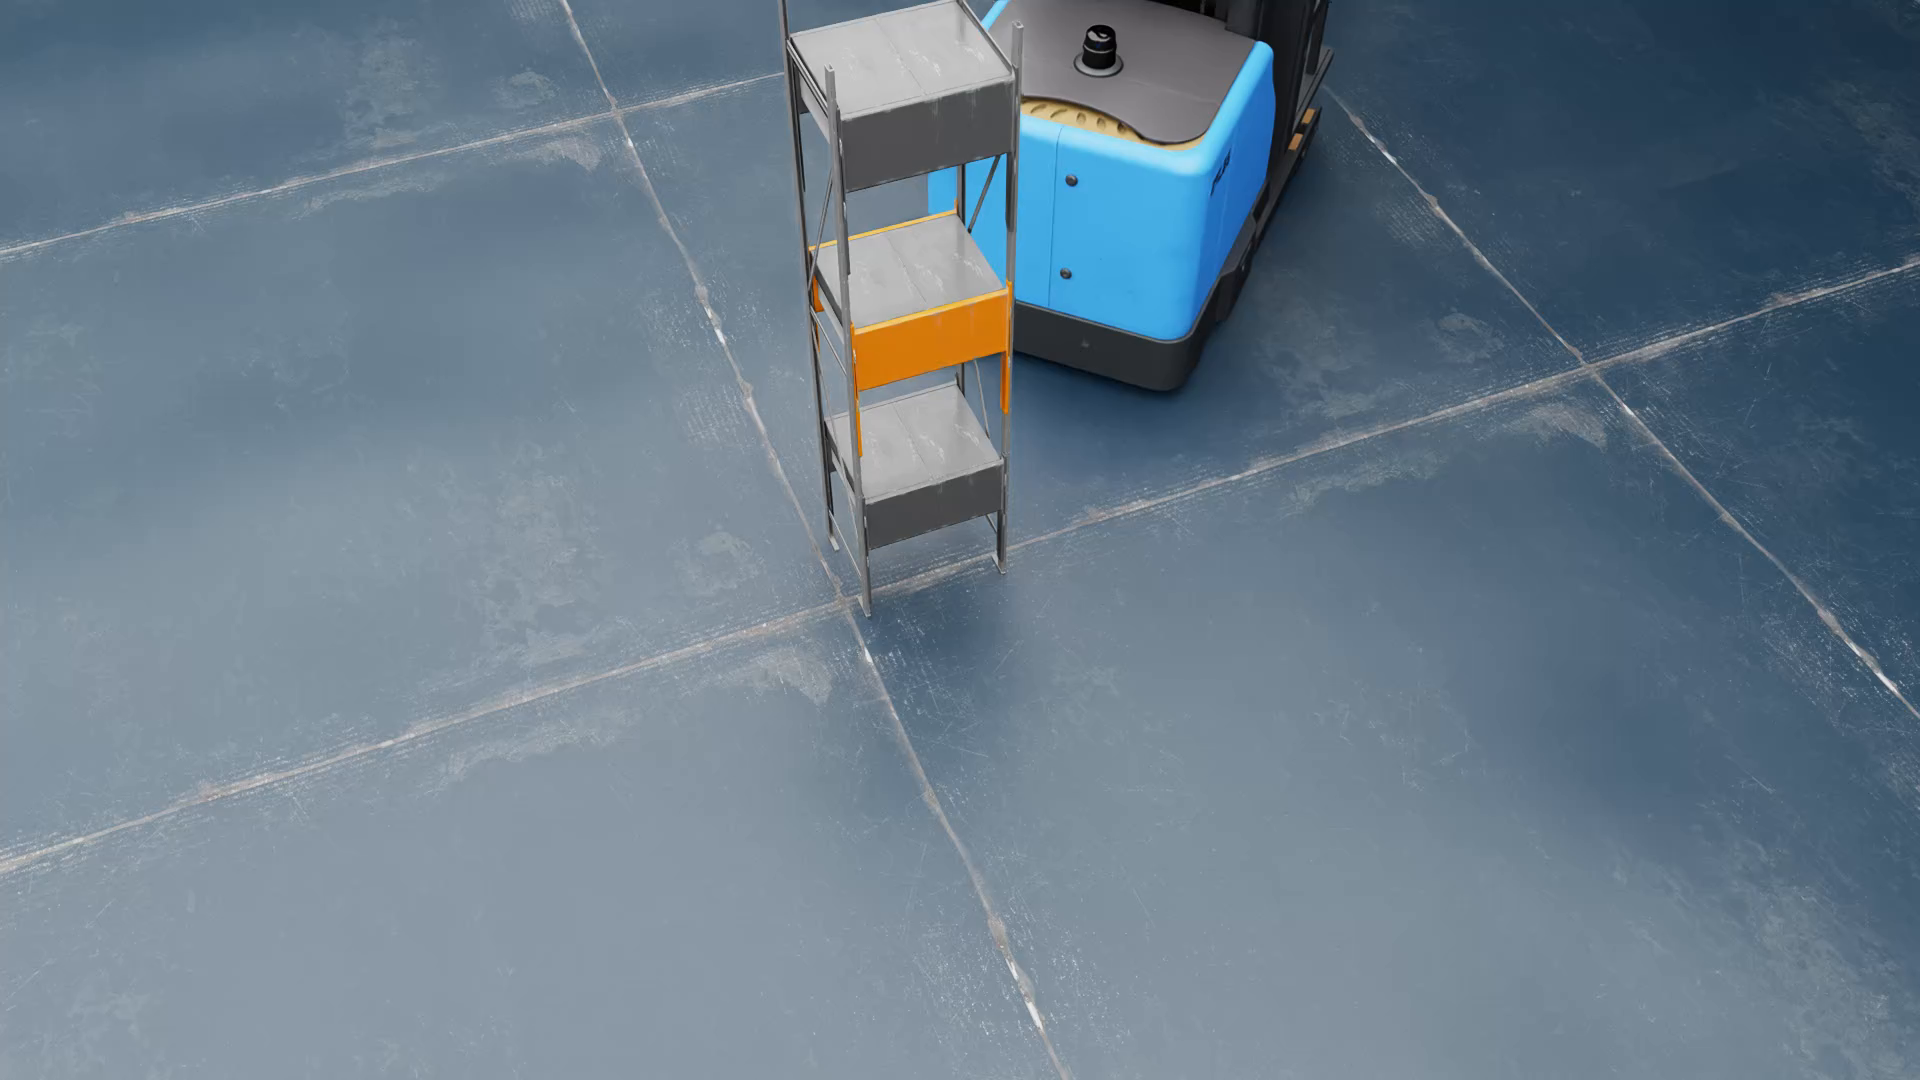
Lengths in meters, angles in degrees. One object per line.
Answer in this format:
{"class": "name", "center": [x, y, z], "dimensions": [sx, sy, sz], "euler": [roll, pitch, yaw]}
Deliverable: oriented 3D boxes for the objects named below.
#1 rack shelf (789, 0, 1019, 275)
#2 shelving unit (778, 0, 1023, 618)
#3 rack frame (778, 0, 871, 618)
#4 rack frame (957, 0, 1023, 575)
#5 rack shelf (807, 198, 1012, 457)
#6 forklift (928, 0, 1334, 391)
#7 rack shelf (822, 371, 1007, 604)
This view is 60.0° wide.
{"class": "rack shelf", "center": [-0.153, -1.084, 4.392], "dimensions": [0.480, 0.518, 0.431], "euler": [-17, 52, -14]}
{"class": "shelving unit", "center": [-0.153, -0.637, 4.913], "dimensions": [0.503, 2.100, 0.431], "euler": [-17, 52, -14]}
{"class": "rack frame", "center": [-0.379, -0.567, 4.853], "dimensions": [0.015, 2.100, 0.400], "euler": [-17, 52, -14]}
{"class": "rack frame", "center": [0.073, -0.707, 4.973], "dimensions": [0.015, 2.100, 0.400], "euler": [-17, 52, -14]}
{"class": "rack shelf", "center": [-0.153, -0.628, 4.923], "dimensions": [0.480, 0.518, 0.431], "euler": [-17, 52, -14]}
{"class": "forklift", "center": [0.912, -2.644, 6.088], "dimensions": [1.130, 2.935, 3.031], "euler": [18, 52, 15]}
{"class": "rack shelf", "center": [-0.153, -0.172, 5.454], "dimensions": [0.480, 0.518, 0.431], "euler": [-17, 52, -14]}
